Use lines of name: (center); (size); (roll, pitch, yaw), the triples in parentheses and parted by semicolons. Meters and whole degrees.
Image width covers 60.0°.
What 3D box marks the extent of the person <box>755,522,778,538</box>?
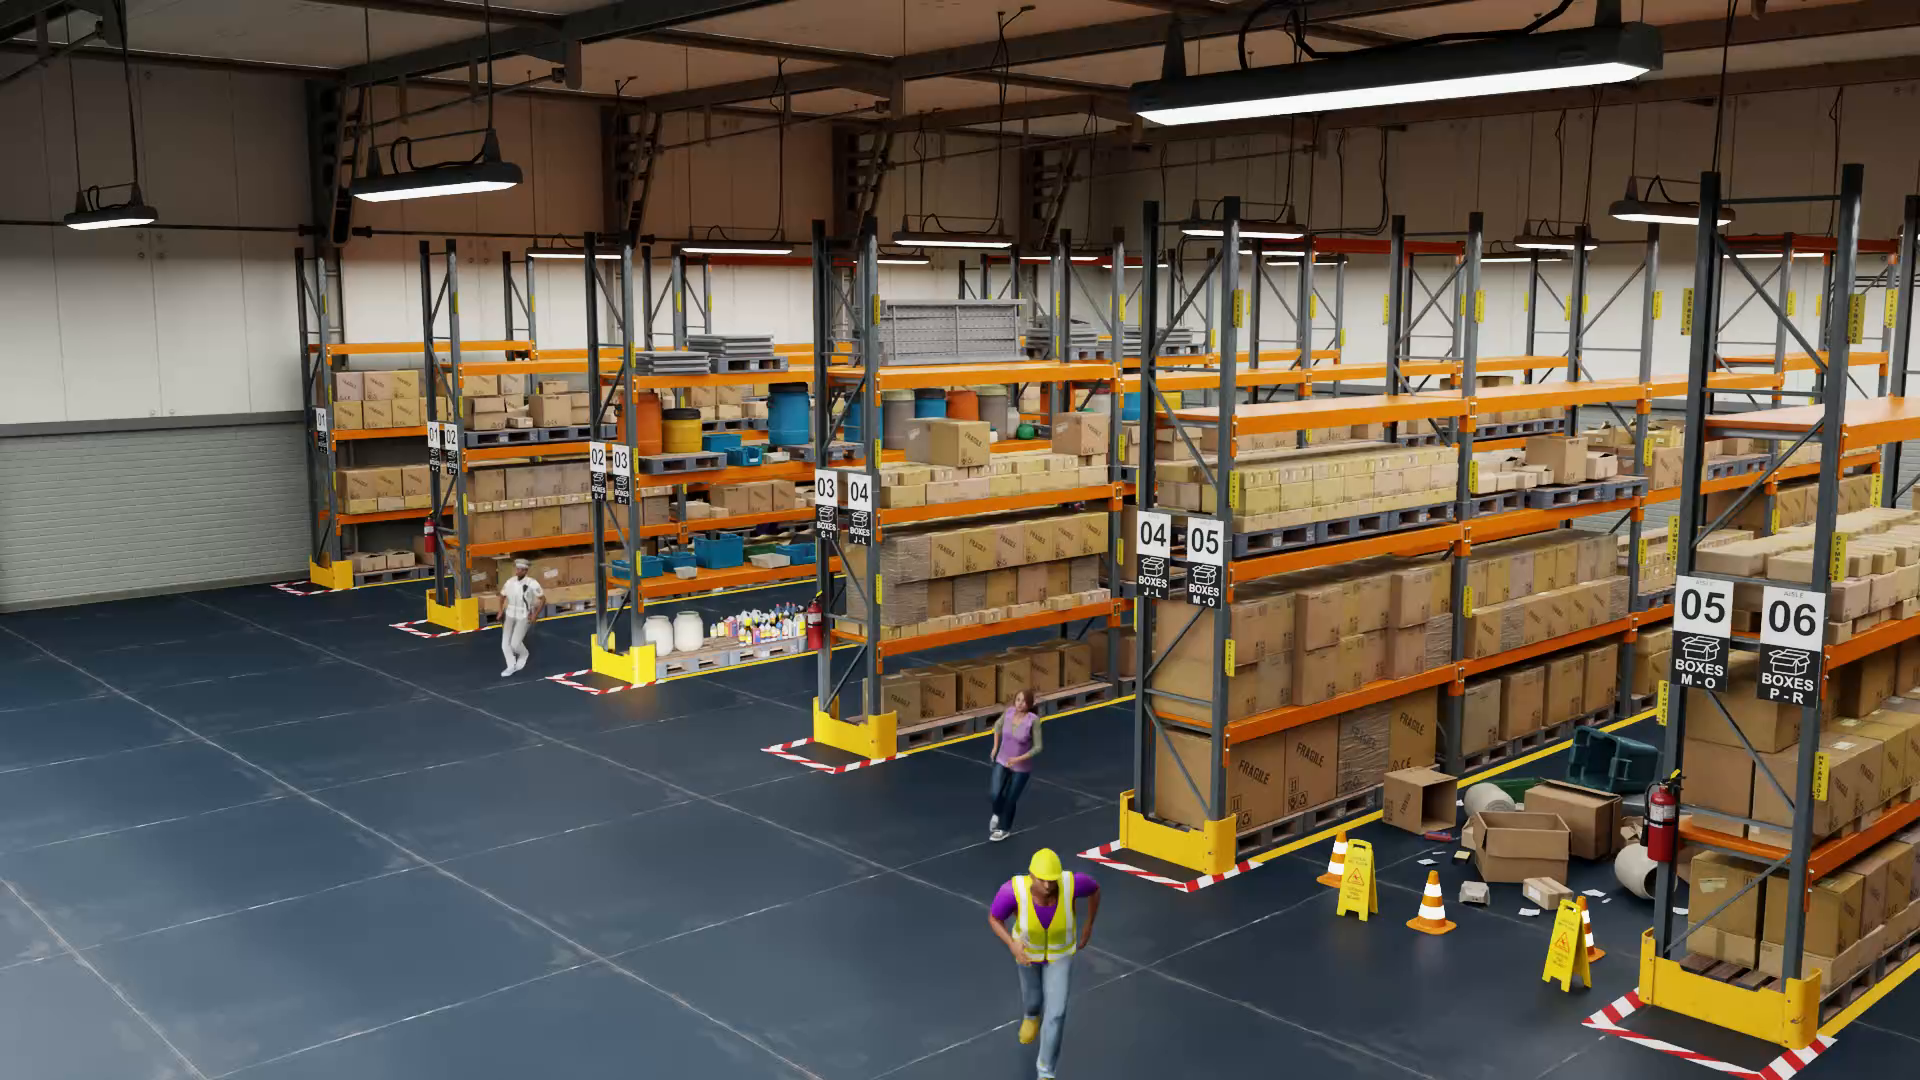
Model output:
person: (-3.694, -0.346, 32.307); (0.616, 1.612, 0.599); (7, 11, 41)

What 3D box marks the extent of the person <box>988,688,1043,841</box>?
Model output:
person: (0.515, 2.130, 15.626); (0.551, 1.525, 0.527); (3, 9, 20)

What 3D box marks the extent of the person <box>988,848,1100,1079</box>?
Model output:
person: (0.546, 2.758, 11.007); (0.744, 1.715, 1.057); (-1, 8, -4)

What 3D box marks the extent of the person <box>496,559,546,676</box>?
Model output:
person: (-6.006, 1.058, 22.649); (0.632, 1.638, 0.501); (2, 9, 14)
